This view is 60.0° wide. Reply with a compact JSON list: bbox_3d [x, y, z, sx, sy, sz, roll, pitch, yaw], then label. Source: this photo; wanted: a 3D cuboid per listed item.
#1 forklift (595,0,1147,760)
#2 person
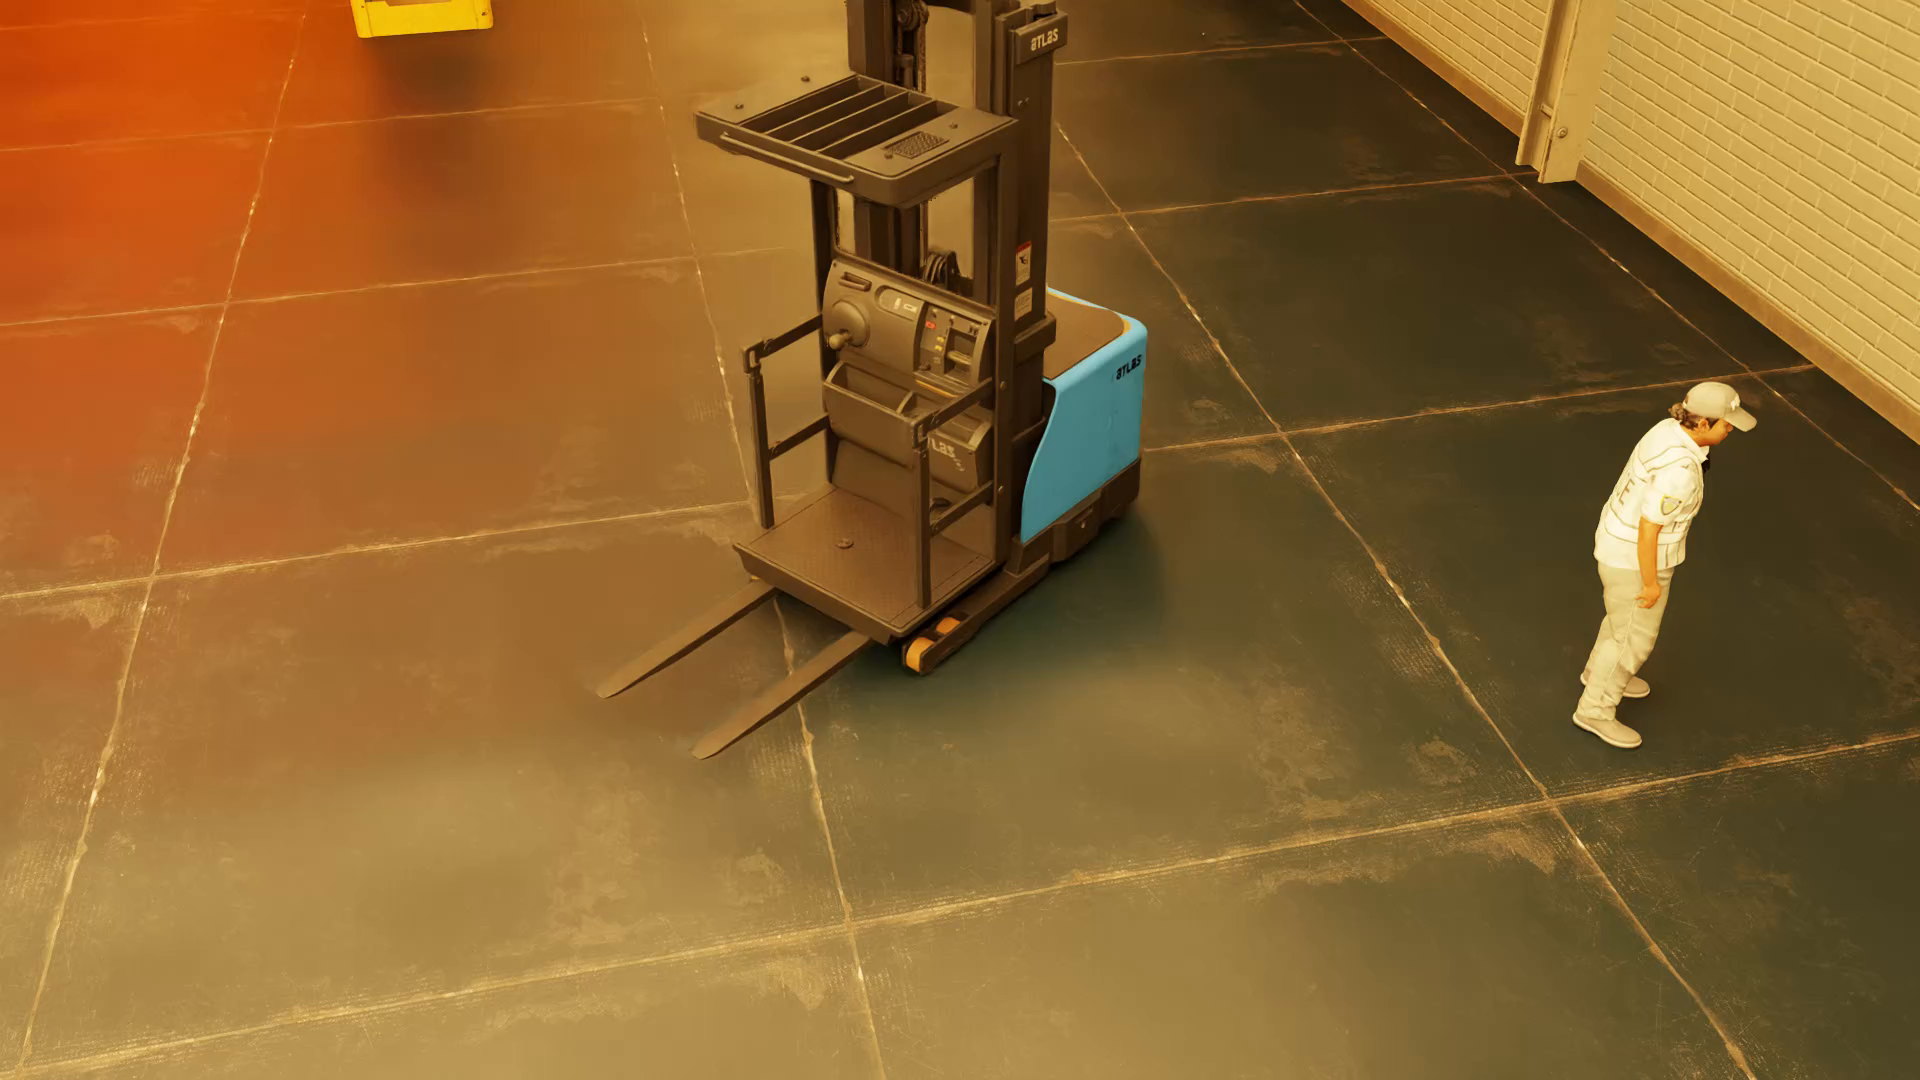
[{"bbox_3d":[-0.379,-0.903,7.305,1.130,2.935,3.031,26,43,31],"label":"forklift"},{"bbox_3d":[2.926,0.071,7.037,0.467,1.665,0.557,13,38,18],"label":"person"}]
